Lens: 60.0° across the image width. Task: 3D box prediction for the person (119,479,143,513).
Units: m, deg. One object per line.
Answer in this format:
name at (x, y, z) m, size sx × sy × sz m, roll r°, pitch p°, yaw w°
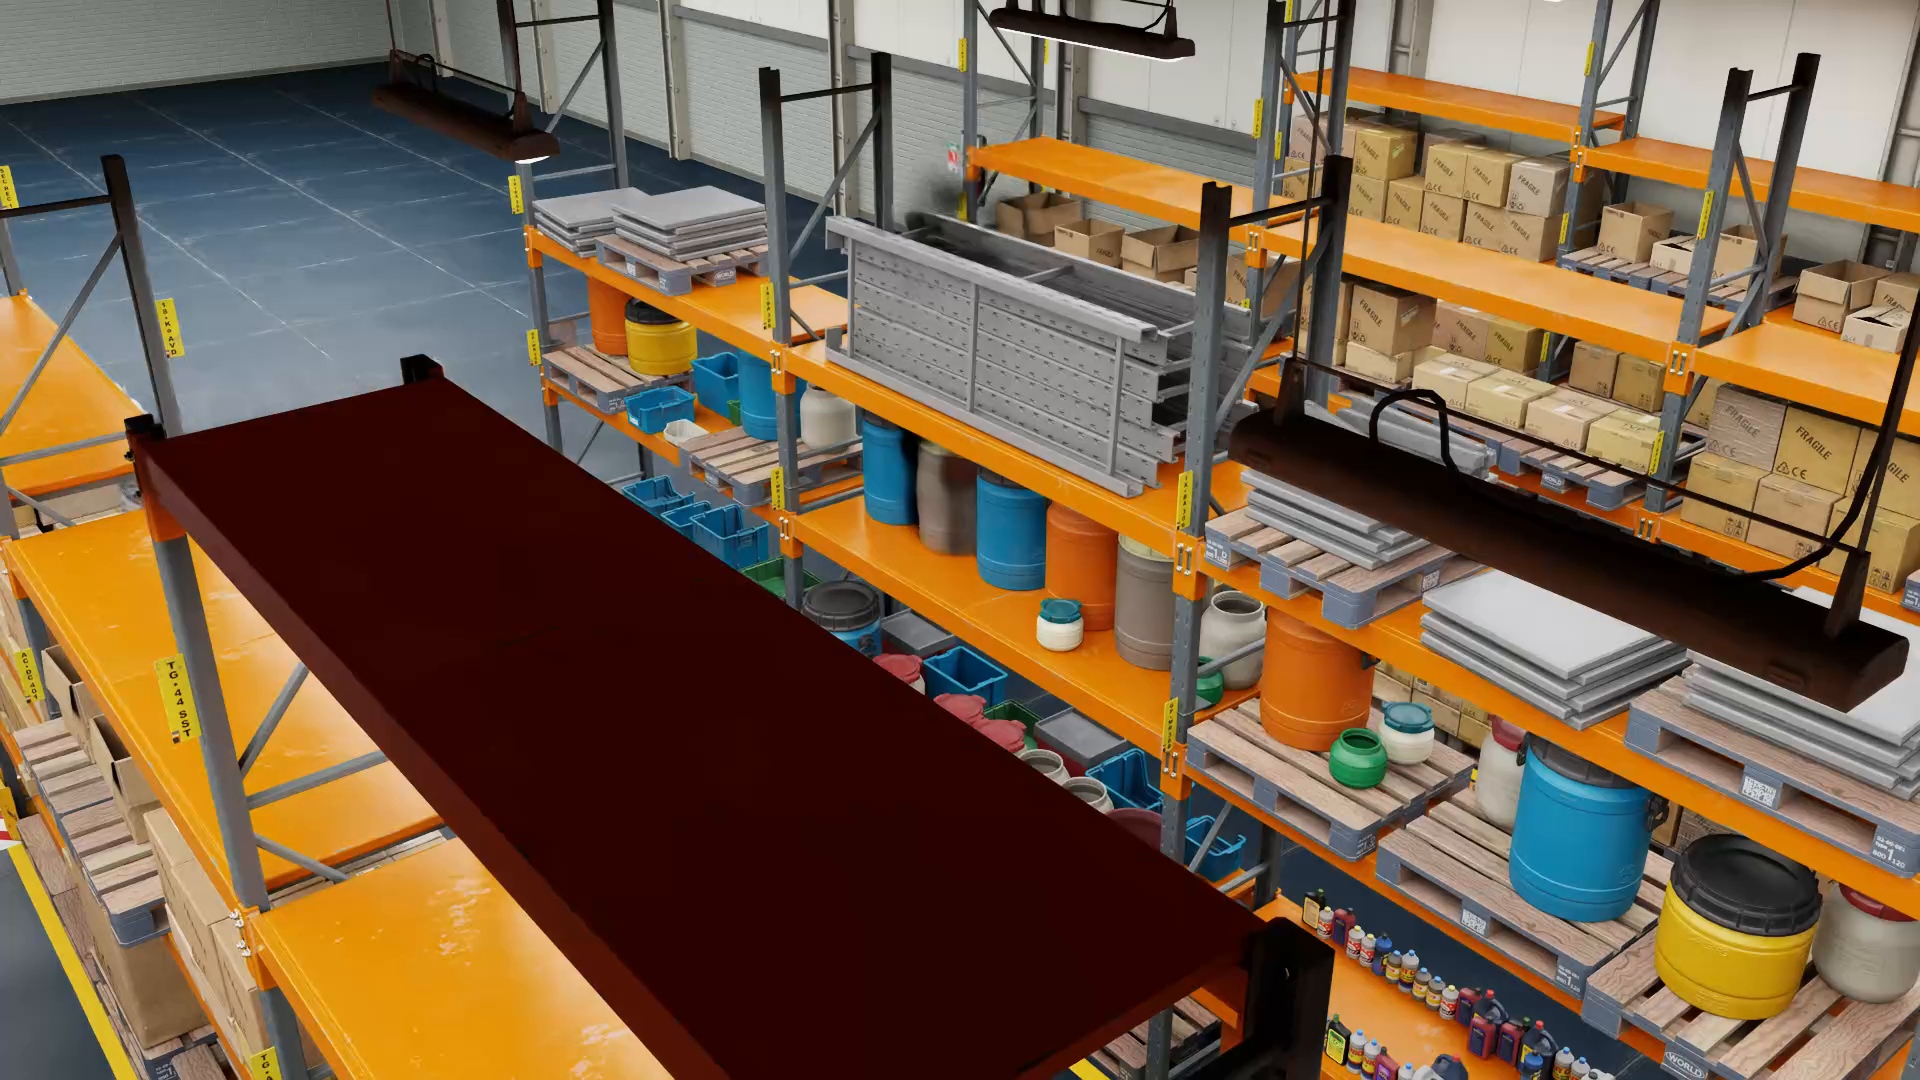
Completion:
person at (-9.203, -0.912, 18.121) m, size 0.653 × 1.732 × 0.677 m, roll -3°, pitch 26°, yaw -7°
